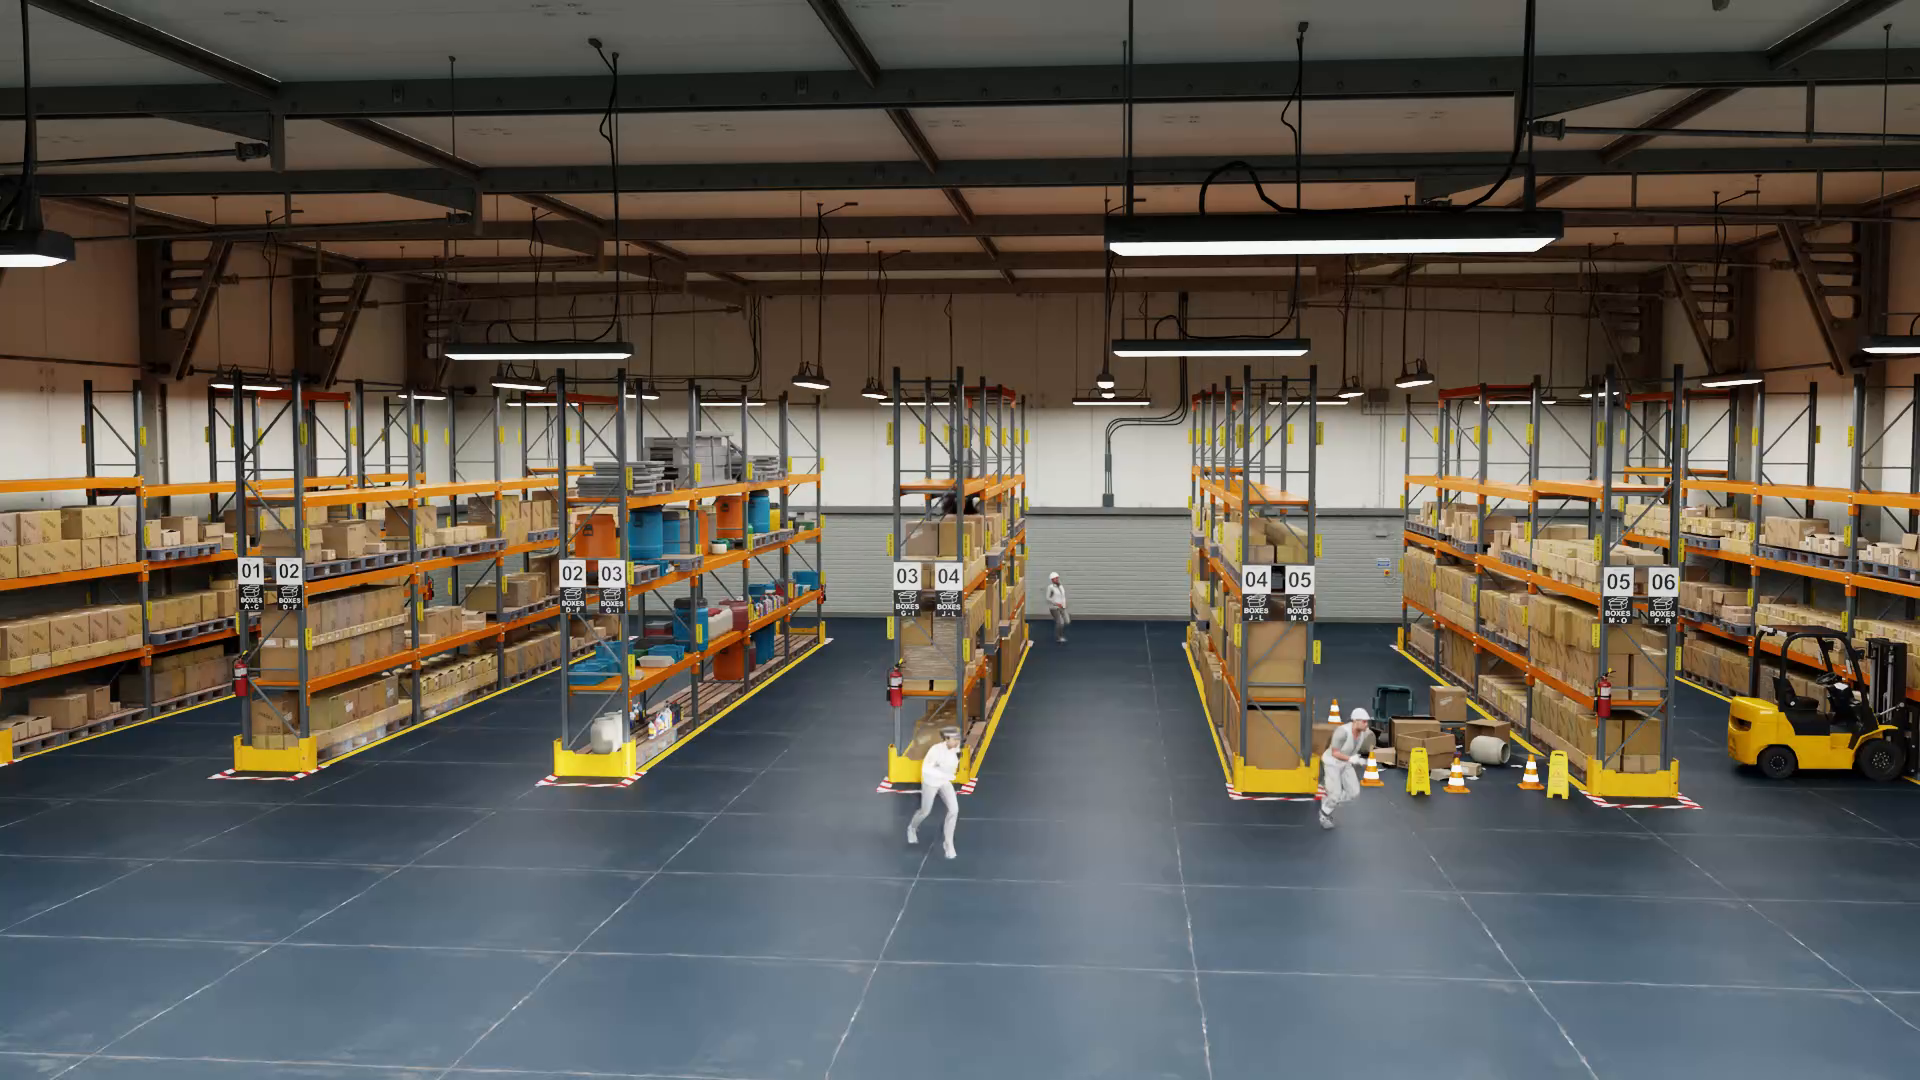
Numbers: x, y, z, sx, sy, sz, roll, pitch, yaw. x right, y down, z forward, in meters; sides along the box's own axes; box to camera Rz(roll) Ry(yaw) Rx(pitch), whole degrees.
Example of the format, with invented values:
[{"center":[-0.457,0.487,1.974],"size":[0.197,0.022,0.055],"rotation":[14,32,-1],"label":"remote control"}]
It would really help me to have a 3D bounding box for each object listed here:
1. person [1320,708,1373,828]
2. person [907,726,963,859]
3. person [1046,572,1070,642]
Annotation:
[{"center":[4.917,2.892,21.078],"size":[0.696,1.601,0.828],"rotation":[-3,4,-36],"label":"person"},{"center":[-0.303,2.997,20.026],"size":[0.657,1.621,0.957],"rotation":[-3,5,-40],"label":"person"},{"center":[2.392,1.636,40.338],"size":[0.702,1.719,0.527],"rotation":[-3,4,-36],"label":"person"}]
